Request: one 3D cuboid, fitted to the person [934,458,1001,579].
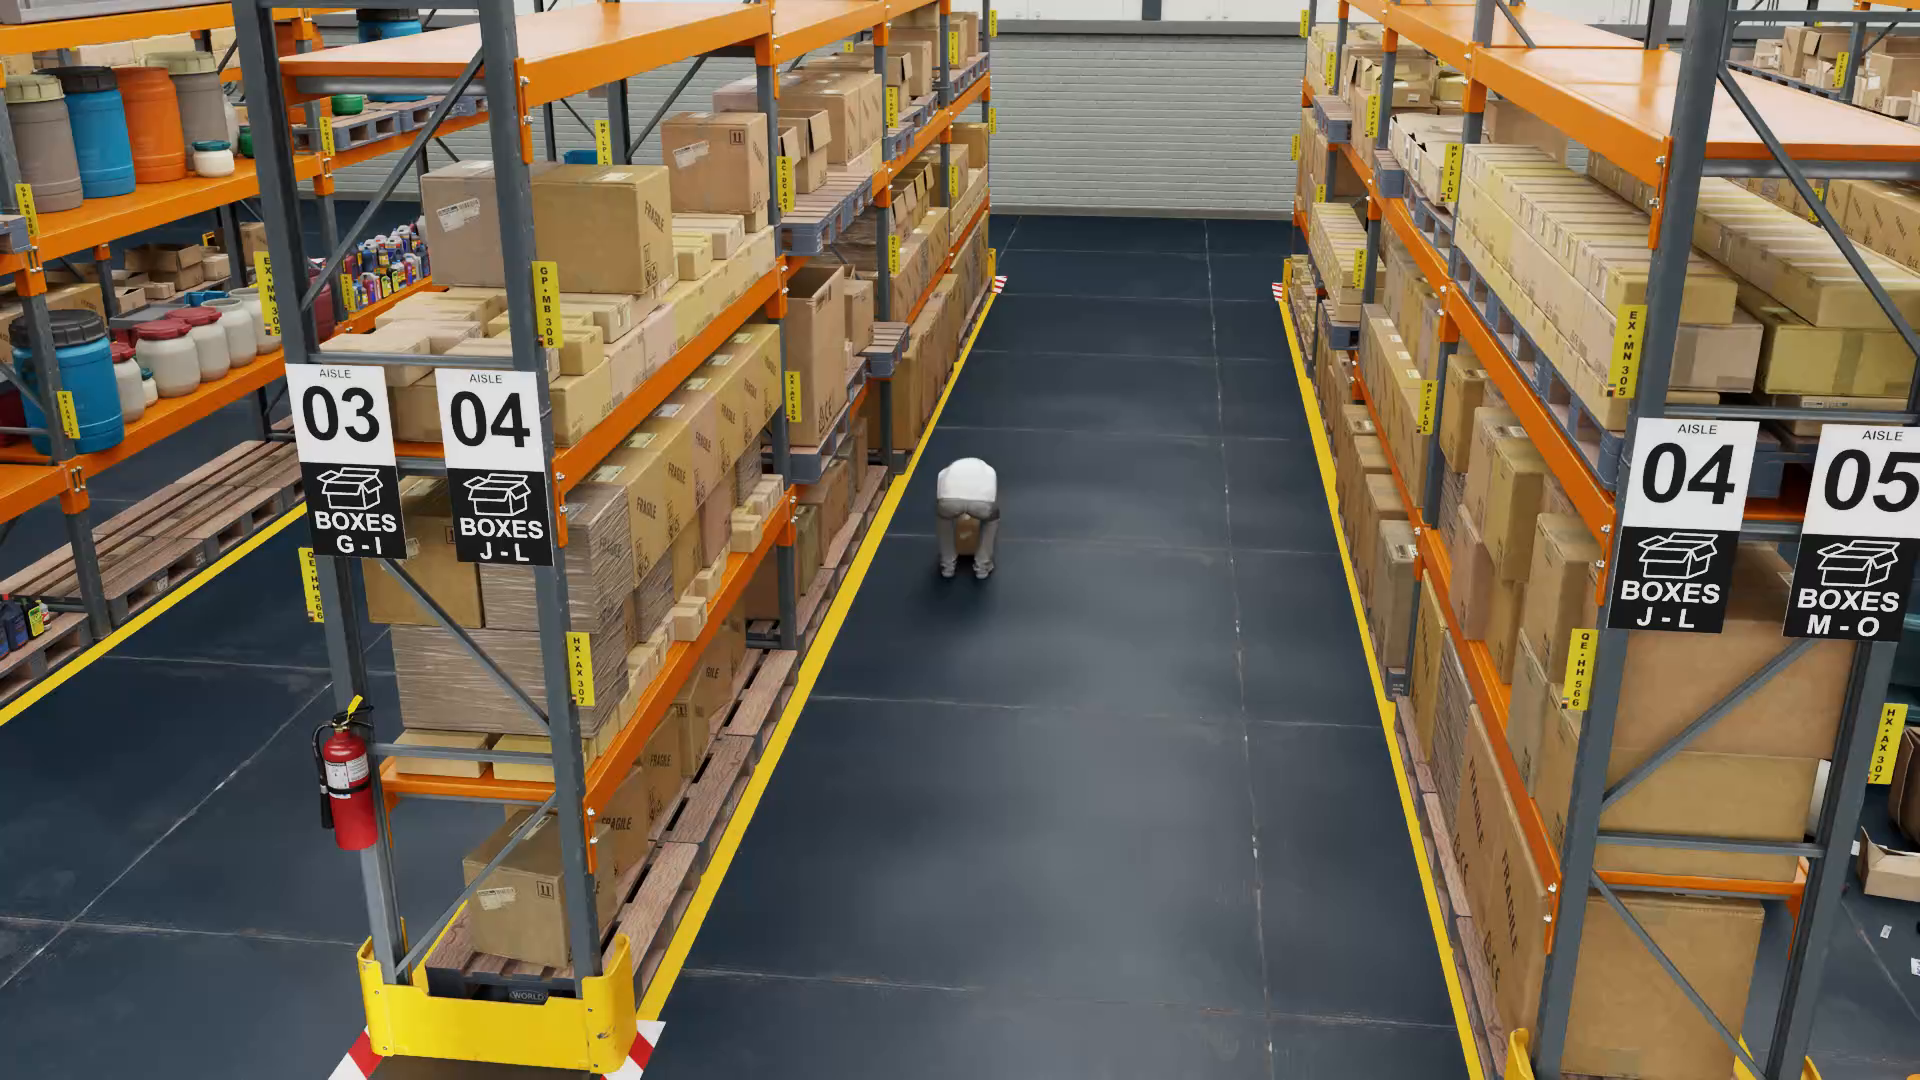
[{"bbox_3d":[0.058,-0.241,12.887,0.520,0.916,1.001,2,21,4],"label":"person"}]
